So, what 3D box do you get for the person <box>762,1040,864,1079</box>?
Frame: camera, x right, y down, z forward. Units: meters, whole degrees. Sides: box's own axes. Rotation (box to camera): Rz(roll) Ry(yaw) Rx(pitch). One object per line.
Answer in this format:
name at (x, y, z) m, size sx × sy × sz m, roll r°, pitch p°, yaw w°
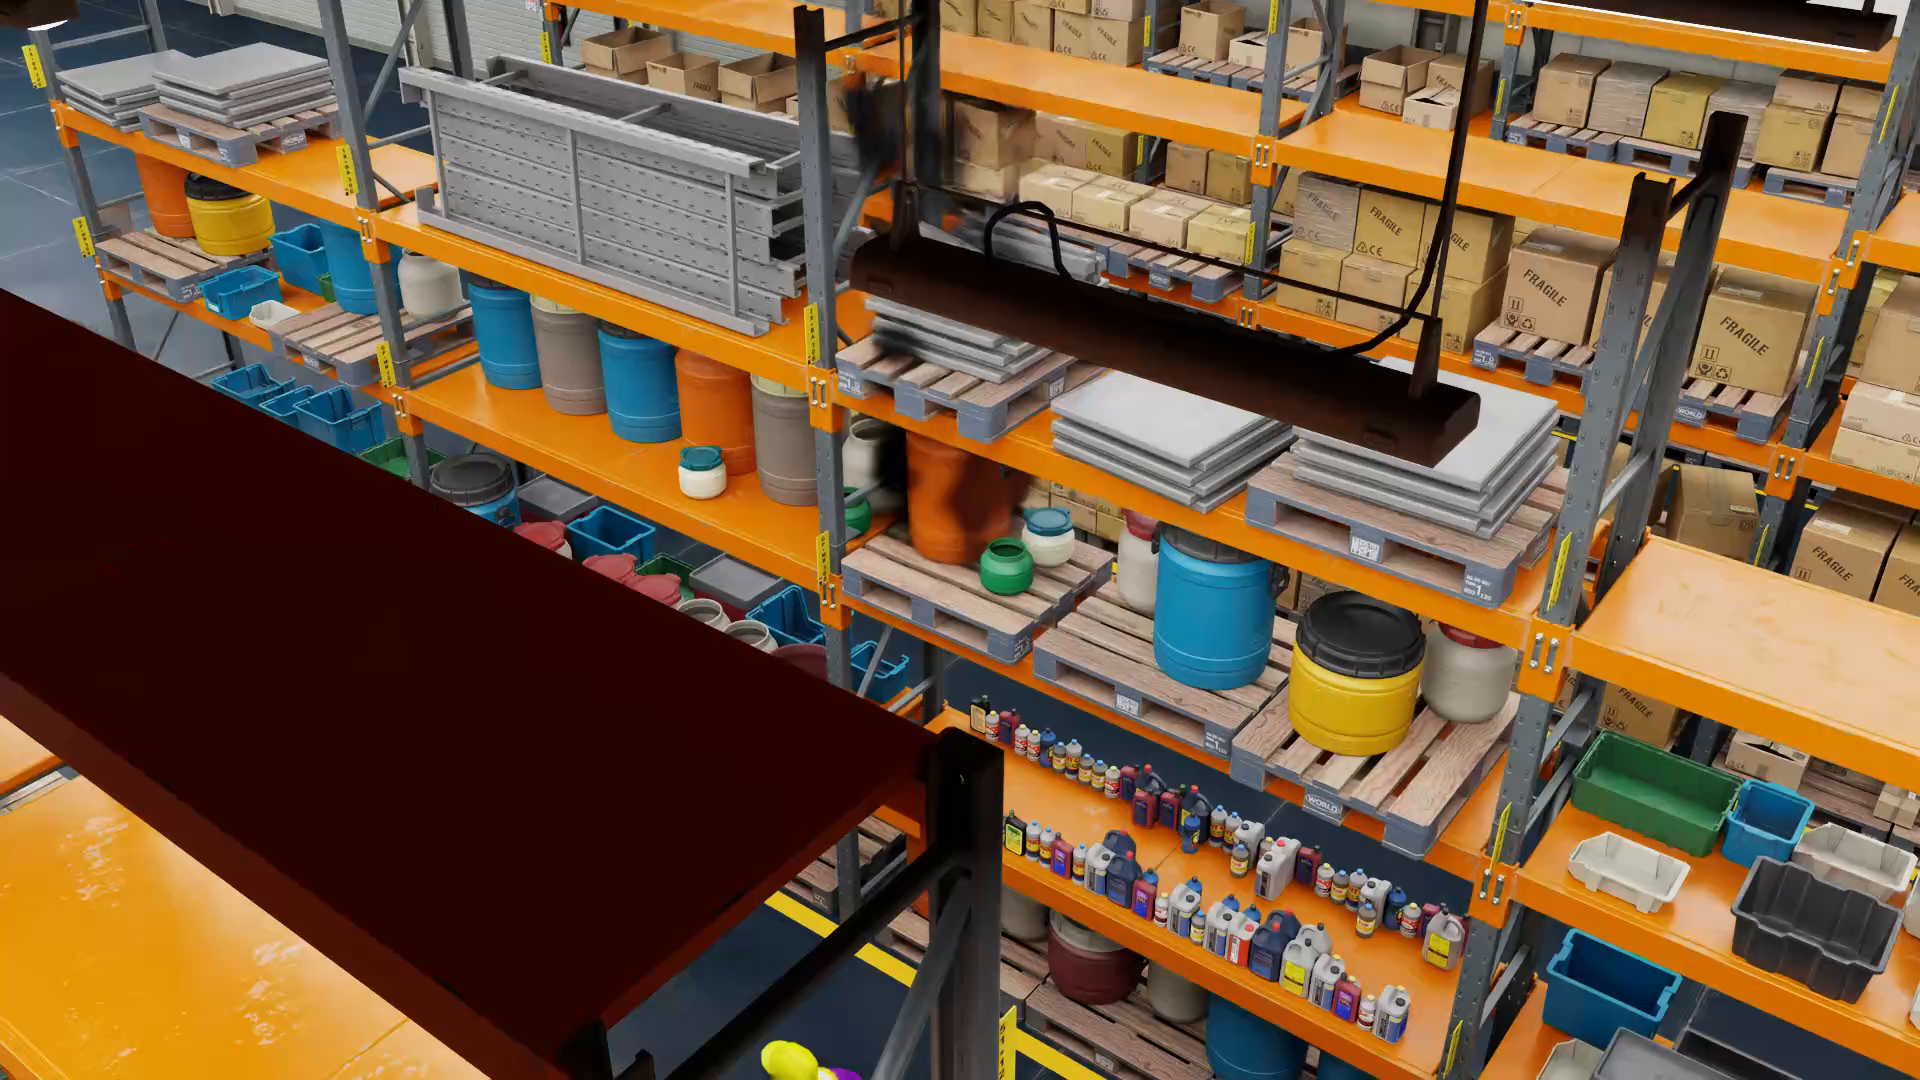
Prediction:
person at (-0.789, 3.066, 8.071) m, size 0.664 × 1.813 × 0.674 m, roll 16°, pitch 35°, yaw 25°
